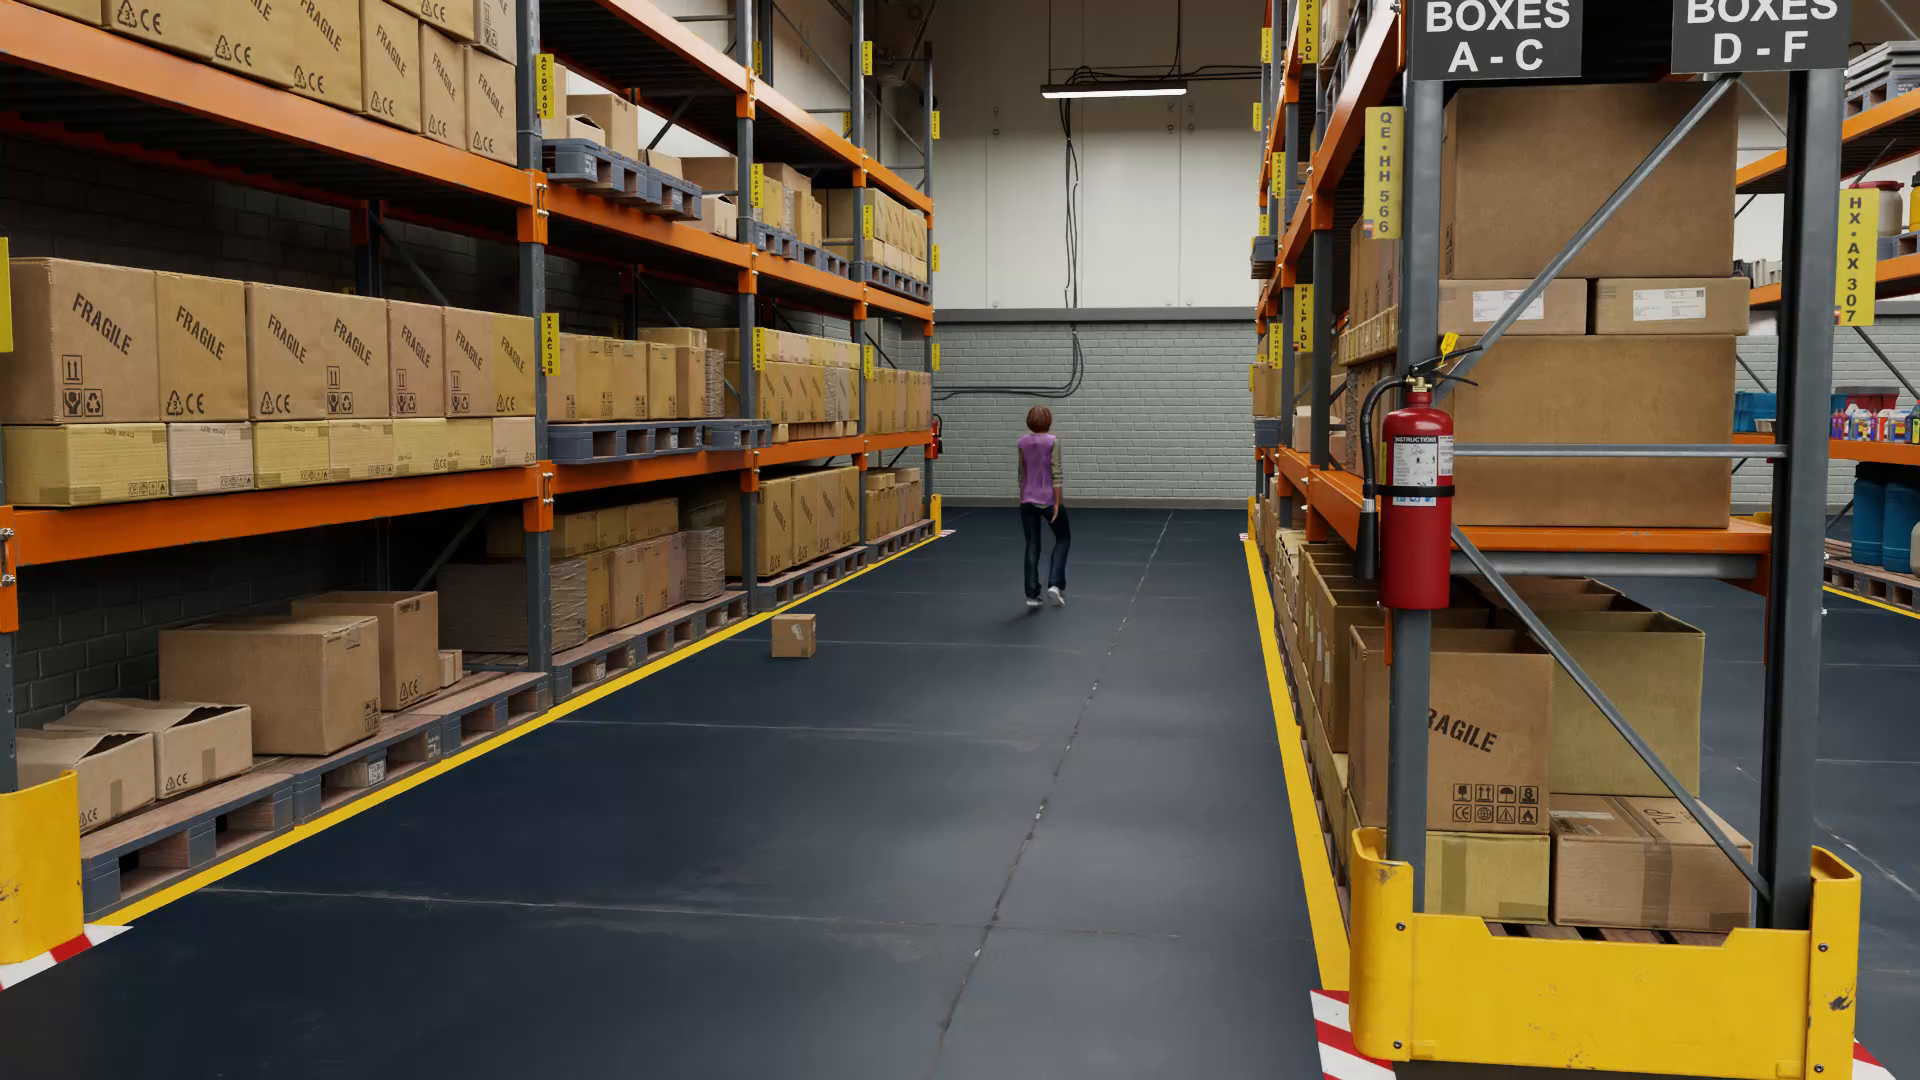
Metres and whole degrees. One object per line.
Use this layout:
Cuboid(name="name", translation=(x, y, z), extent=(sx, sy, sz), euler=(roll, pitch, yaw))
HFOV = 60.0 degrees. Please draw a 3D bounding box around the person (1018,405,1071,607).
Cuboid(name="person", translation=(0.651, -0.248, 13.194), extent=(0.416, 1.617, 0.465), euler=(2, 5, 22))
